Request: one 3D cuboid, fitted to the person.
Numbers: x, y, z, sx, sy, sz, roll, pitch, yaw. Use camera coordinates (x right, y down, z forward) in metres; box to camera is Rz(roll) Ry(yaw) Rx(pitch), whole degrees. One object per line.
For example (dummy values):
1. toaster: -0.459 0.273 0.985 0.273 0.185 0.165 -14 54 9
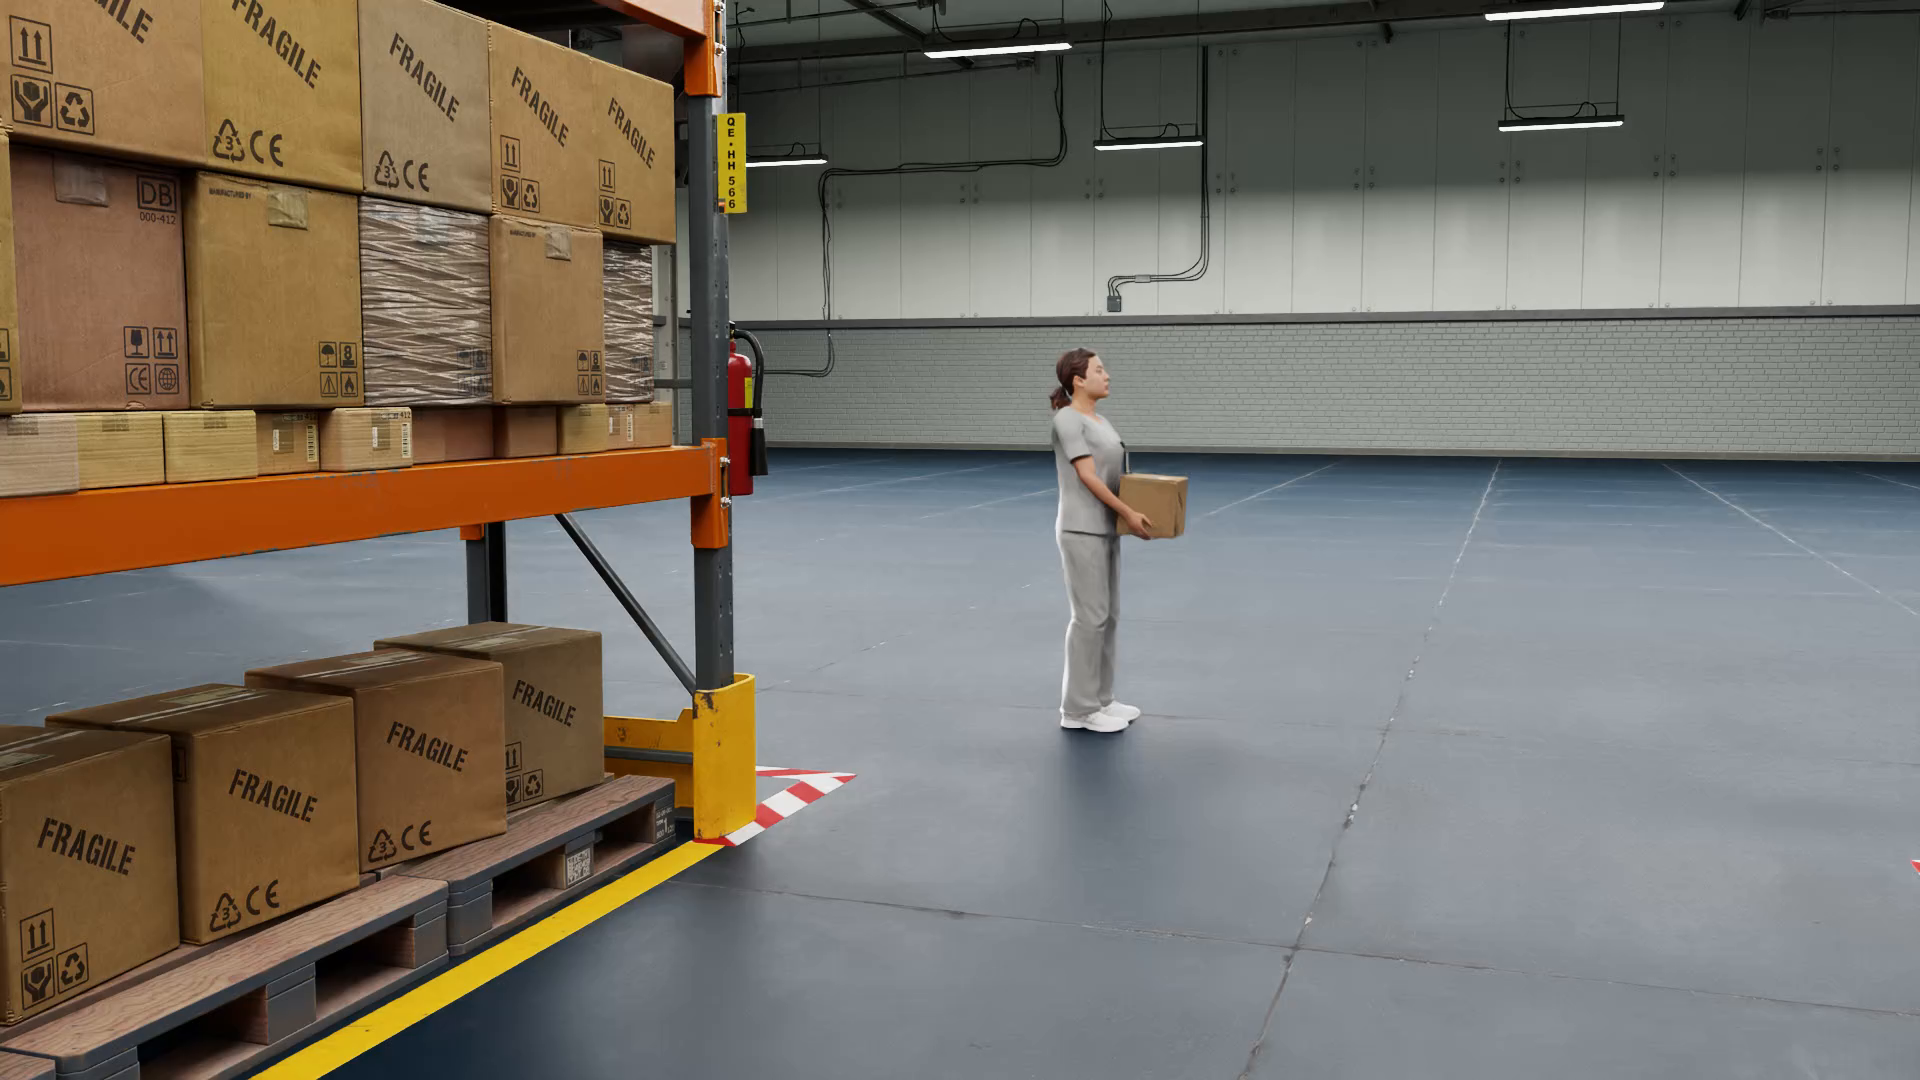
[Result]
1. person: 0.643 -0.011 7.340 0.544 1.671 0.445 3 6 27
